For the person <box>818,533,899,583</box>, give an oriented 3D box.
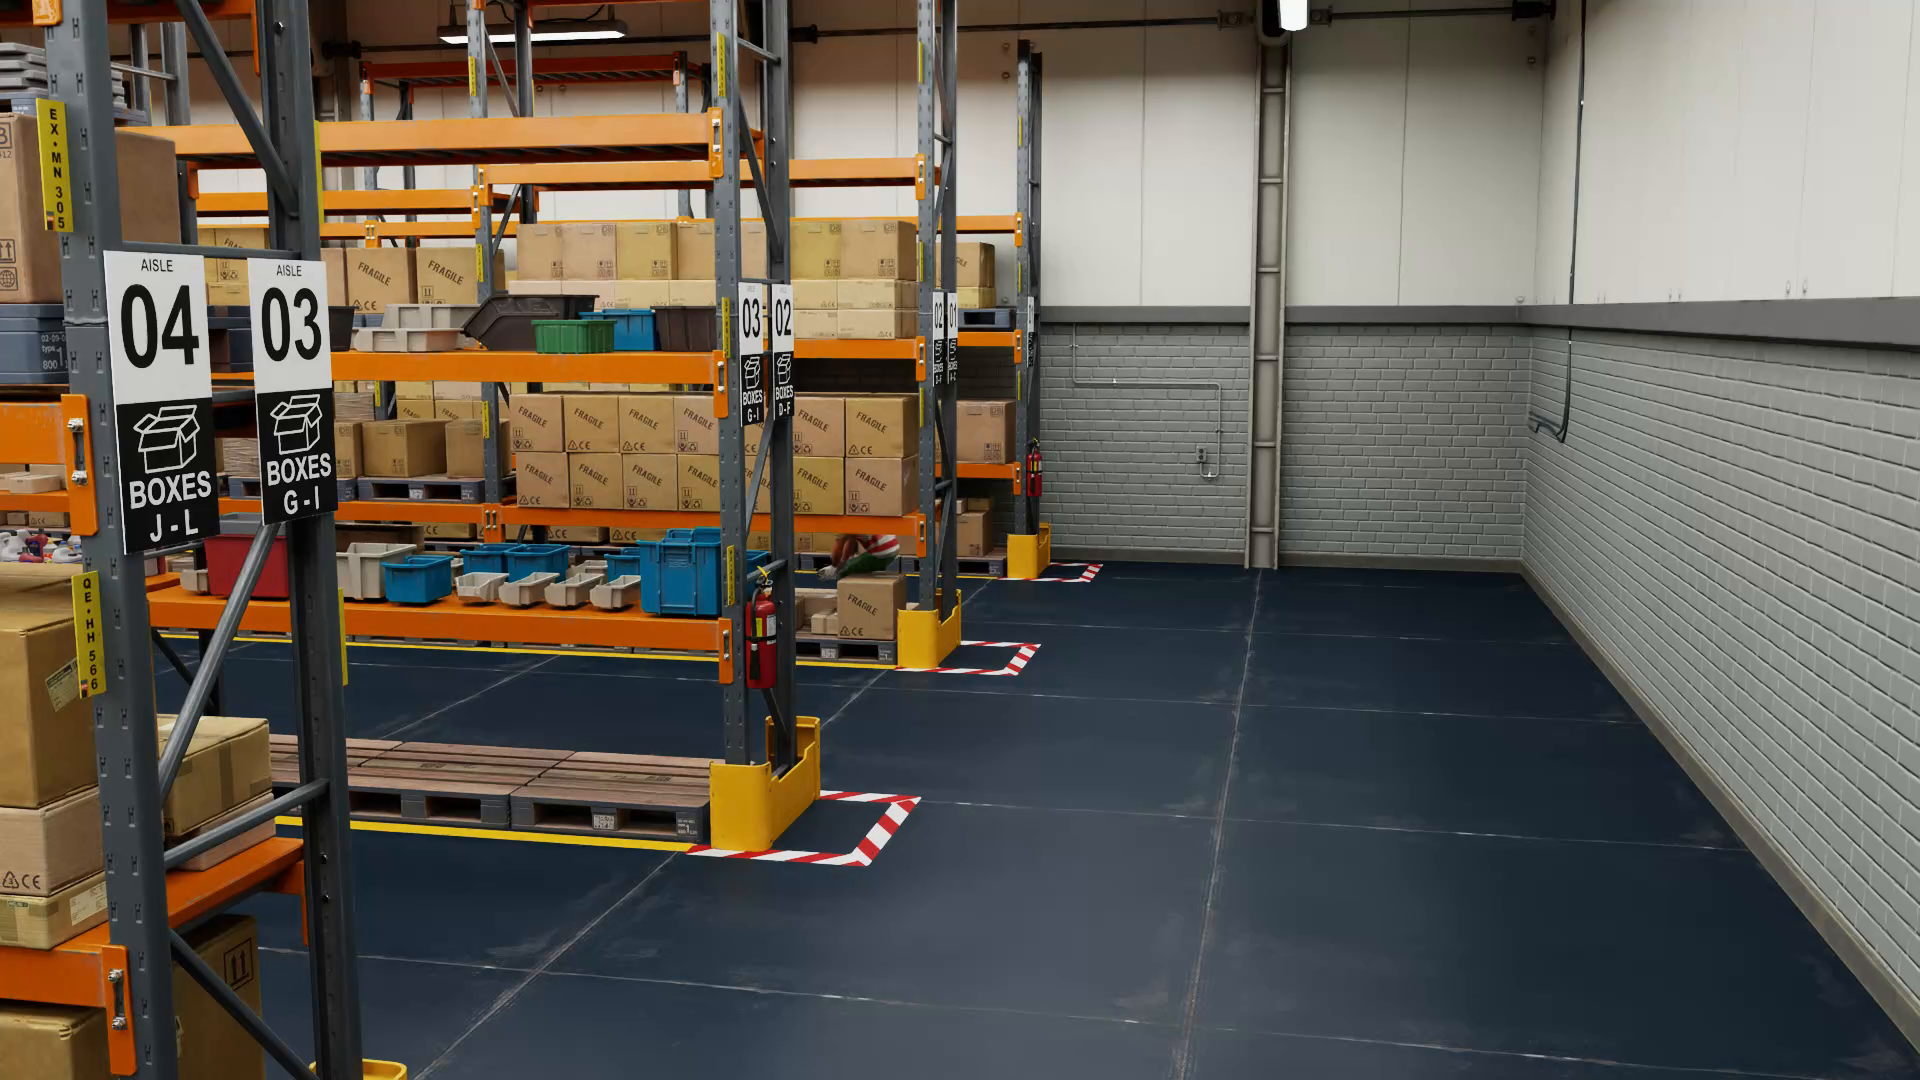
[{"bbox_3d":[-1.021,0.157,16.412,0.819,1.290,0.584,2,8,11],"label":"person"}]
